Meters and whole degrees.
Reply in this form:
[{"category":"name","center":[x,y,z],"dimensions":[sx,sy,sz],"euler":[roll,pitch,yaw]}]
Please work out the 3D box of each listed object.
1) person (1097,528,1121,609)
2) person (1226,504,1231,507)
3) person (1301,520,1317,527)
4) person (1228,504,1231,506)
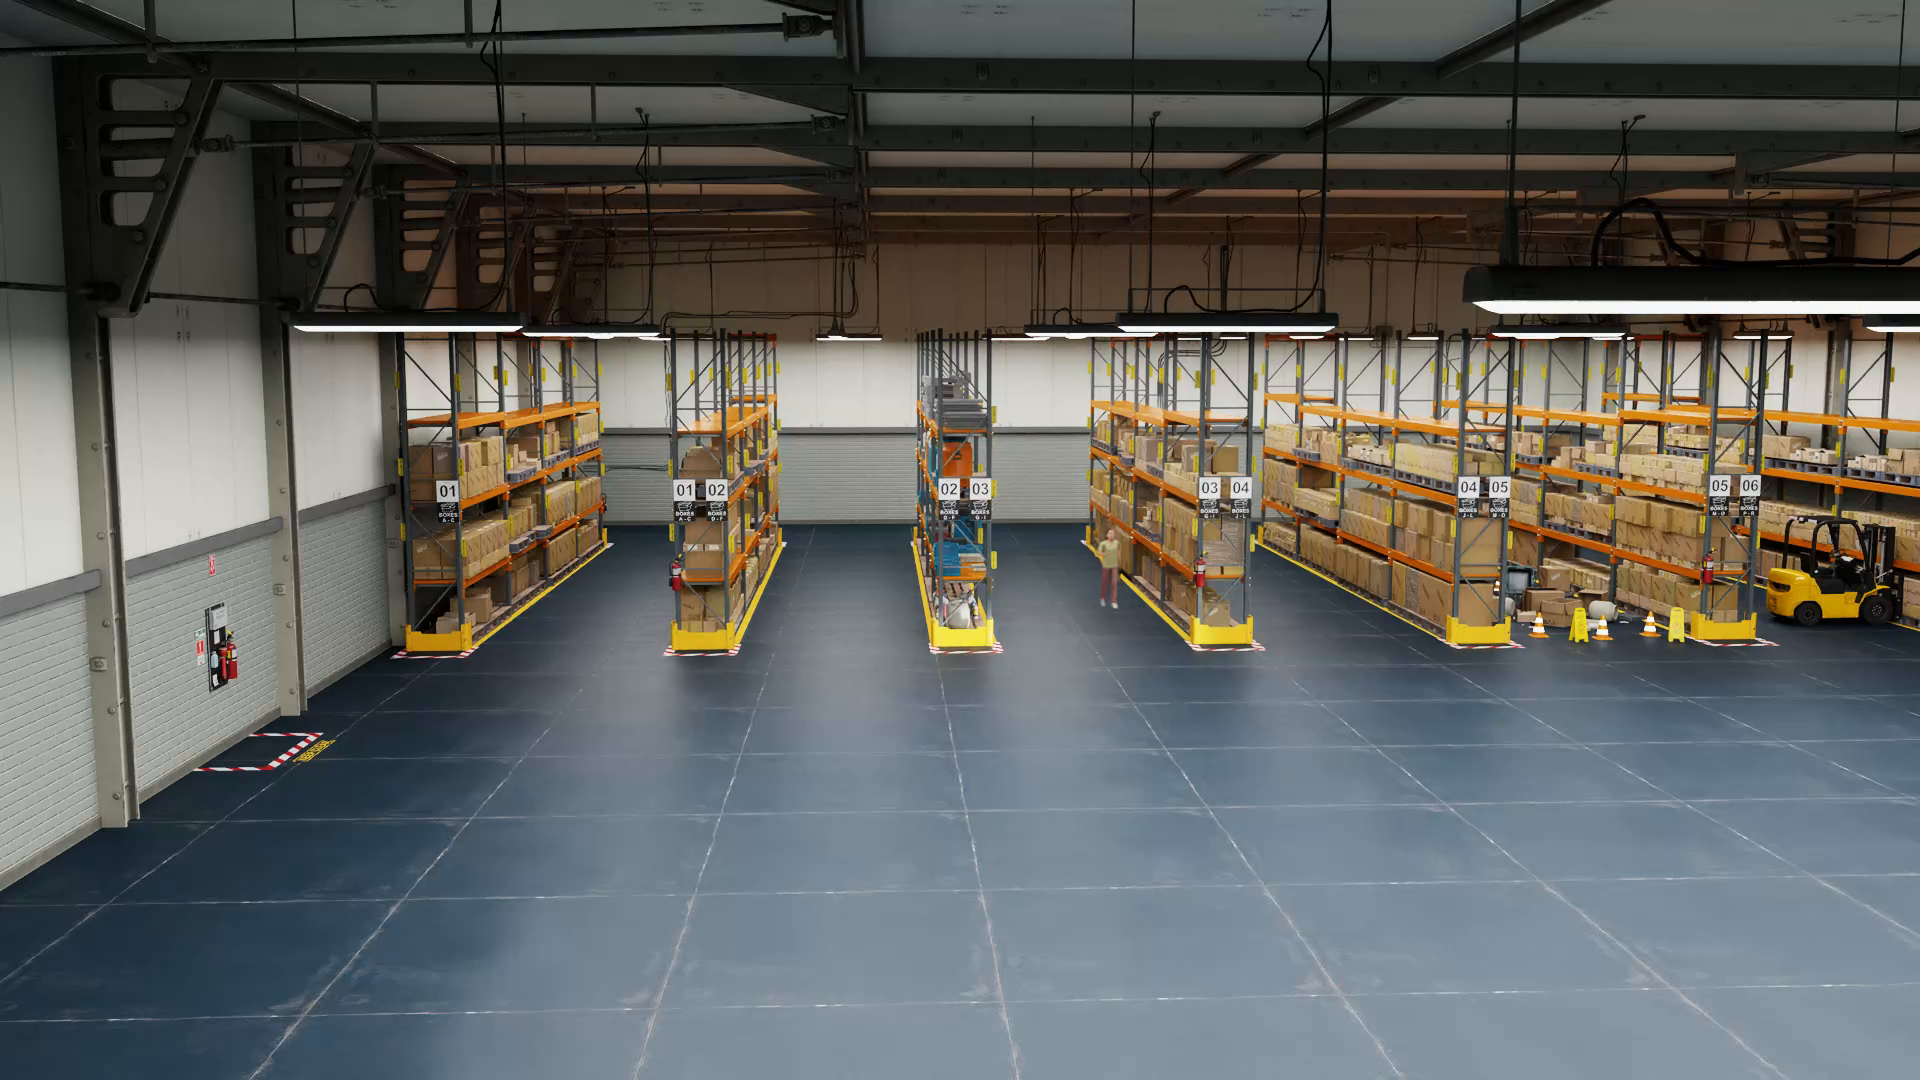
[{"category":"person","center":[3.141,0.588,34.828],"dimensions":[0.585,1.692,0.944],"euler":[-1,7,-11]},{"category":"person","center":[7.632,-0.768,48.465],"dimensions":[0.510,1.584,0.601],"euler":[-6,9,-42]},{"category":"person","center":[10.214,-0.842,48.841],"dimensions":[0.698,1.632,0.693],"euler":[-5,9,-39]},{"category":"person","center":[7.394,-0.750,47.414],"dimensions":[0.721,1.823,0.787],"euler":[2,7,15]}]
